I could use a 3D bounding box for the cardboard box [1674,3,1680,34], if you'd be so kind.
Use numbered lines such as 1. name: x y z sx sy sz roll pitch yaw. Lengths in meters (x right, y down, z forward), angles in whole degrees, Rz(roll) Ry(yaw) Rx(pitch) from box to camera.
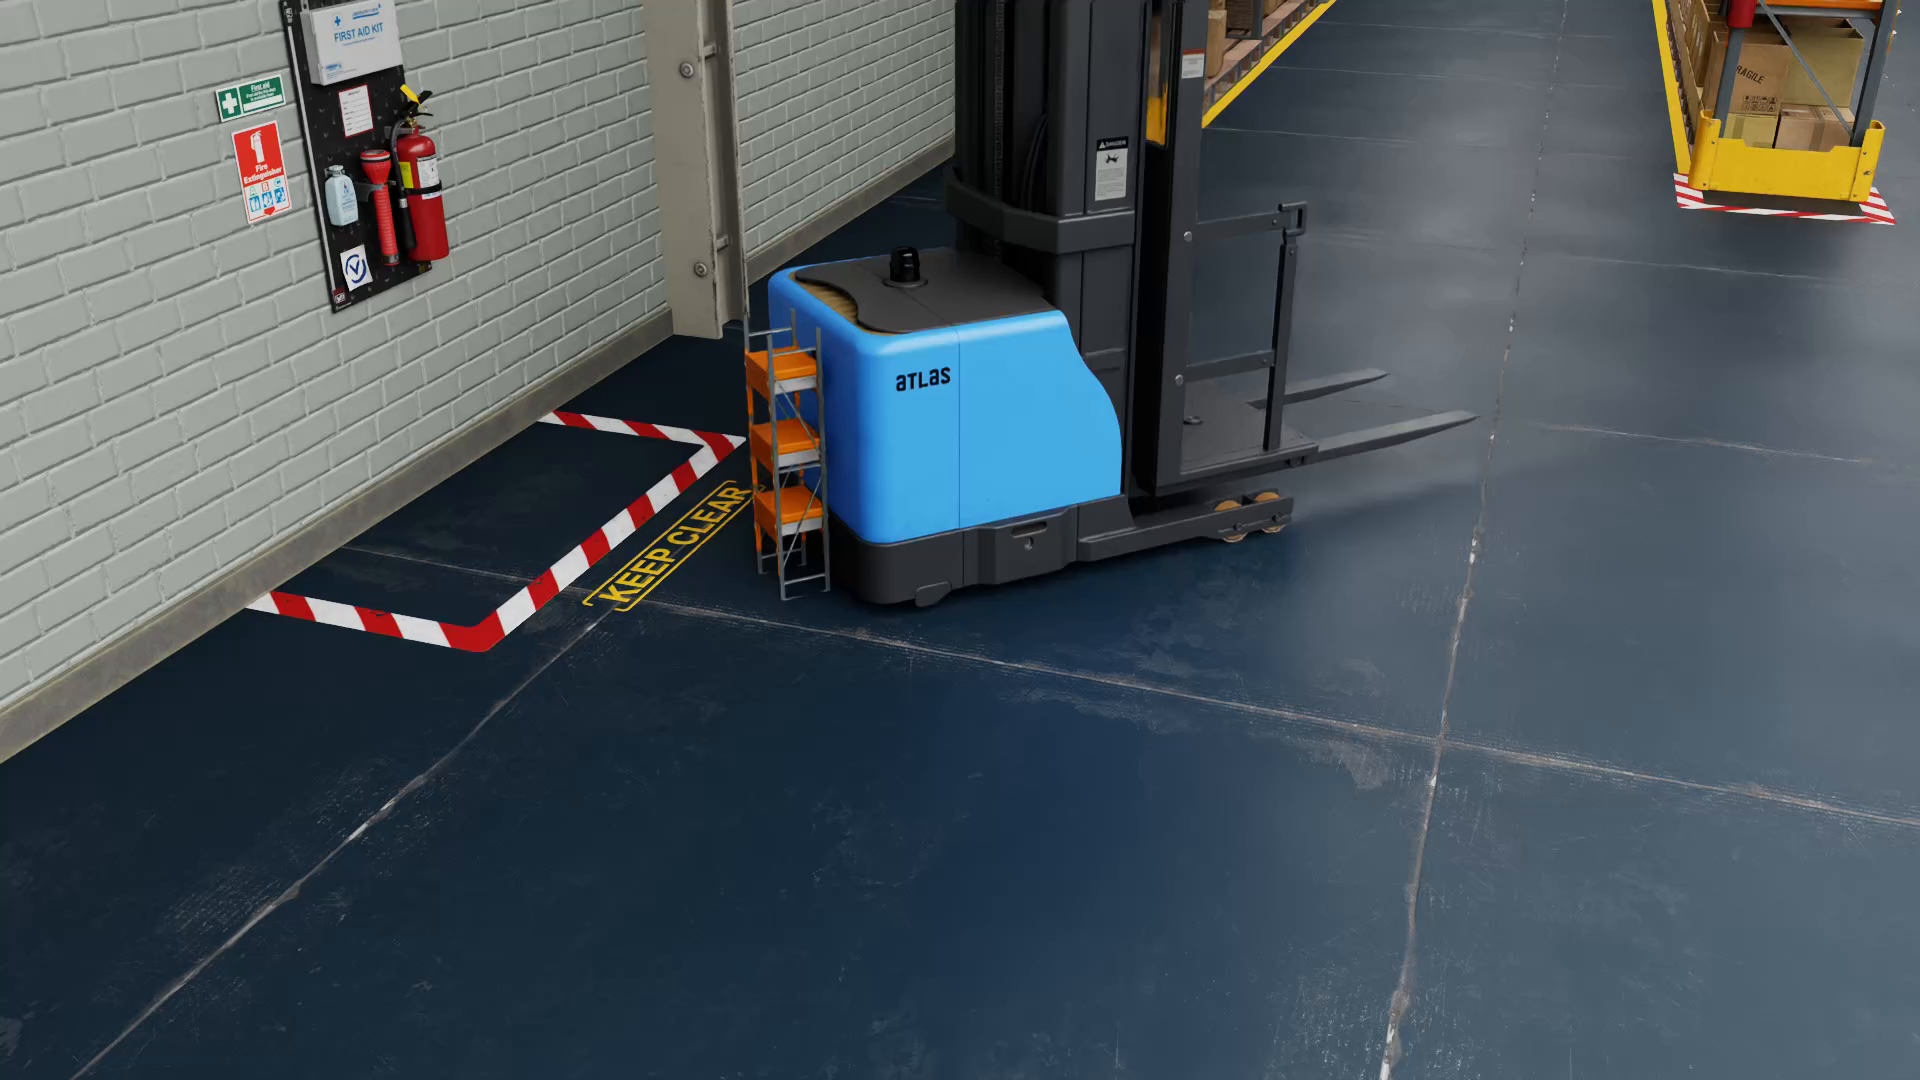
1. cardboard box: 7.573 -5.309 16.946 0.500 0.250 0.500 9 27 18

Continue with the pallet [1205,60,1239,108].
1. pallet: 1.930 -4.196 15.174 1.003 0.211 1.213 9 27 17

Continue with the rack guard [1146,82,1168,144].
1. rack guard: 1.219 -3.498 13.400 1.175 0.500 0.348 9 27 17

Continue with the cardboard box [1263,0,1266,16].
1. cardboard box: 2.879 -5.833 17.718 0.700 0.500 0.500 8 27 16

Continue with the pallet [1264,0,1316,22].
1. pallet: 3.595 -6.303 19.526 1.003 0.211 1.213 9 27 17

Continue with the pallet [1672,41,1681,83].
1. pallet: 7.406 -4.572 15.950 1.003 0.211 1.213 9 27 17

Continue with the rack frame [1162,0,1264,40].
1. rack frame: 2.525 -6.235 16.186 1.000 3.000 0.127 9 27 17

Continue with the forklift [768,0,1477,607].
1. forklift: 0.793 -1.502 6.489 3.031 2.935 1.130 -12 28 -24

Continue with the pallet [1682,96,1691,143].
1. pallet: 6.489 -3.440 13.612 1.003 0.211 1.213 9 27 17

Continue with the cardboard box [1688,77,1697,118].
1. cardboard box: 6.086 -3.502 13.215 0.500 0.250 0.500 9 27 17

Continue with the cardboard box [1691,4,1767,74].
1. cardboard box: 6.251 -4.045 13.476 0.500 0.500 0.500 9 27 17

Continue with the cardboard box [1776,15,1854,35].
1. cardboard box: 6.574 -3.765 12.896 0.500 0.500 0.500 9 27 17

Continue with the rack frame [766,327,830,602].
1. rack frame: -0.586 -0.261 6.084 0.200 1.050 0.008 -12 28 -24

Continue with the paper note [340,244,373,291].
1. paper note: -2.368 -1.070 6.528 0.016 0.148 0.142 9 27 17

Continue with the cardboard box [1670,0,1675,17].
1. cardboard box: 7.911 -5.734 17.825 0.500 0.250 0.500 8 27 16

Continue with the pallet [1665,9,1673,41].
1. pallet: 8.218 -5.574 18.021 1.003 0.211 1.213 9 27 17

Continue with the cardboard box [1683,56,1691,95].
1. cardboard box: 6.415 -3.914 14.065 0.500 0.250 0.500 9 27 17

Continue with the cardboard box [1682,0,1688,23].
1. cardboard box: 7.229 -5.145 15.964 0.500 0.311 0.500 10 27 19

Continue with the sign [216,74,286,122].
1. sign: -2.515 -1.572 5.905 0.001 0.109 0.331 9 27 17

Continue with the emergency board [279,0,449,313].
1. emergency board: -2.244 -1.529 6.466 0.194 1.169 0.643 9 27 17

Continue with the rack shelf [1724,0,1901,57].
1. rack shelf: 6.532 -4.373 13.165 1.077 0.370 4.000 9 27 17

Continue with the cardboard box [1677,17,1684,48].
1. cardboard box: 7.232 -4.890 16.081 0.500 0.250 0.500 8 27 17

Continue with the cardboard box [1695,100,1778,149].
1. cardboard box: 5.766 -3.089 12.362 0.500 0.250 0.500 9 27 17

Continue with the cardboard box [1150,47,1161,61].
1. cardboard box: 1.699 -4.085 14.325 0.500 0.311 0.500 11 28 22

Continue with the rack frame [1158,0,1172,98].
1. rack frame: 1.194 -4.591 12.791 1.000 3.000 0.127 9 27 17

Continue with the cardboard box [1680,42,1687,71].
1. cardboard box: 6.757 -4.323 14.910 0.500 0.250 0.500 9 27 17

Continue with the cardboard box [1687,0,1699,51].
1. cardboard box: 6.589 -4.456 14.323 0.500 0.500 0.500 9 27 17

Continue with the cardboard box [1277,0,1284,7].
1. cardboard box: 3.246 -6.245 18.570 0.700 0.500 0.500 9 27 17

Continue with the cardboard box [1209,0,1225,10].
1. cardboard box: 2.217 -4.876 15.742 0.500 0.500 0.500 7 27 14

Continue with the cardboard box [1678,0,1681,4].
1. cardboard box: 7.568 -5.556 16.812 0.500 0.311 0.500 8 27 17

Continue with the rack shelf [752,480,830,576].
1. rack shelf: -0.641 -0.049 6.308 0.215 0.259 0.240 -12 28 -24

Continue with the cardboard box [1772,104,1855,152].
1. cardboard box: 6.255 -3.014 12.207 0.500 0.250 0.500 9 27 17

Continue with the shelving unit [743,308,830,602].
1. shelving unit: -0.641 -0.309 6.183 0.215 1.050 0.252 -12 28 -24

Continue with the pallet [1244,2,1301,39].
1. pallet: 3.187 -5.803 18.494 1.003 0.211 1.213 9 27 17

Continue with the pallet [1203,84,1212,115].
1. pallet: 1.523 -3.696 14.142 1.003 0.211 1.213 9 27 17

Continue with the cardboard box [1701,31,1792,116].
1. cardboard box: 5.764 -3.427 12.199 0.500 0.500 0.500 9 27 17
